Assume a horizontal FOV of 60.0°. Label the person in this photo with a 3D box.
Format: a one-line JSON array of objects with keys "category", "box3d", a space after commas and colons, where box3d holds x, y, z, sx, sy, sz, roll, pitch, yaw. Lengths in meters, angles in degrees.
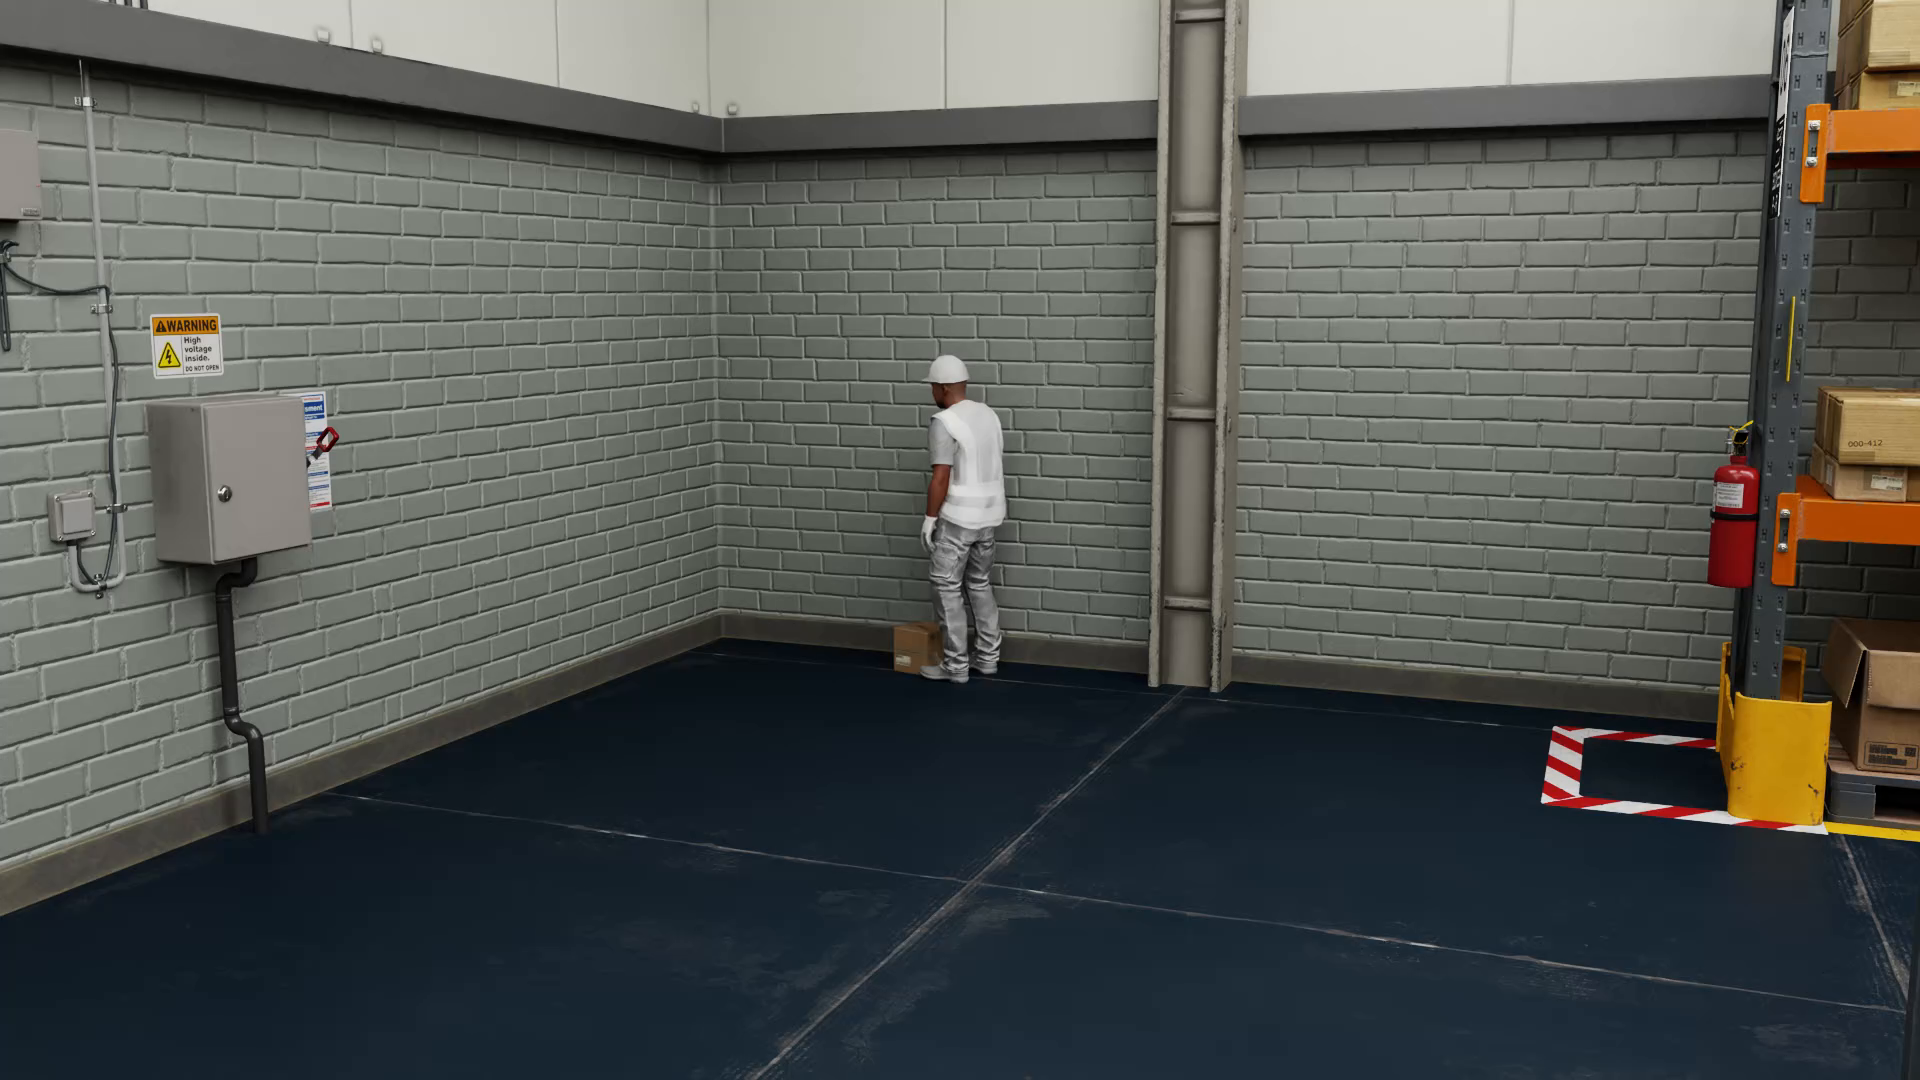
[{"category": "person", "box3d": [0.004, -0.118, 9.098, 0.450, 1.773, 0.608, 7, 11, 38]}]
